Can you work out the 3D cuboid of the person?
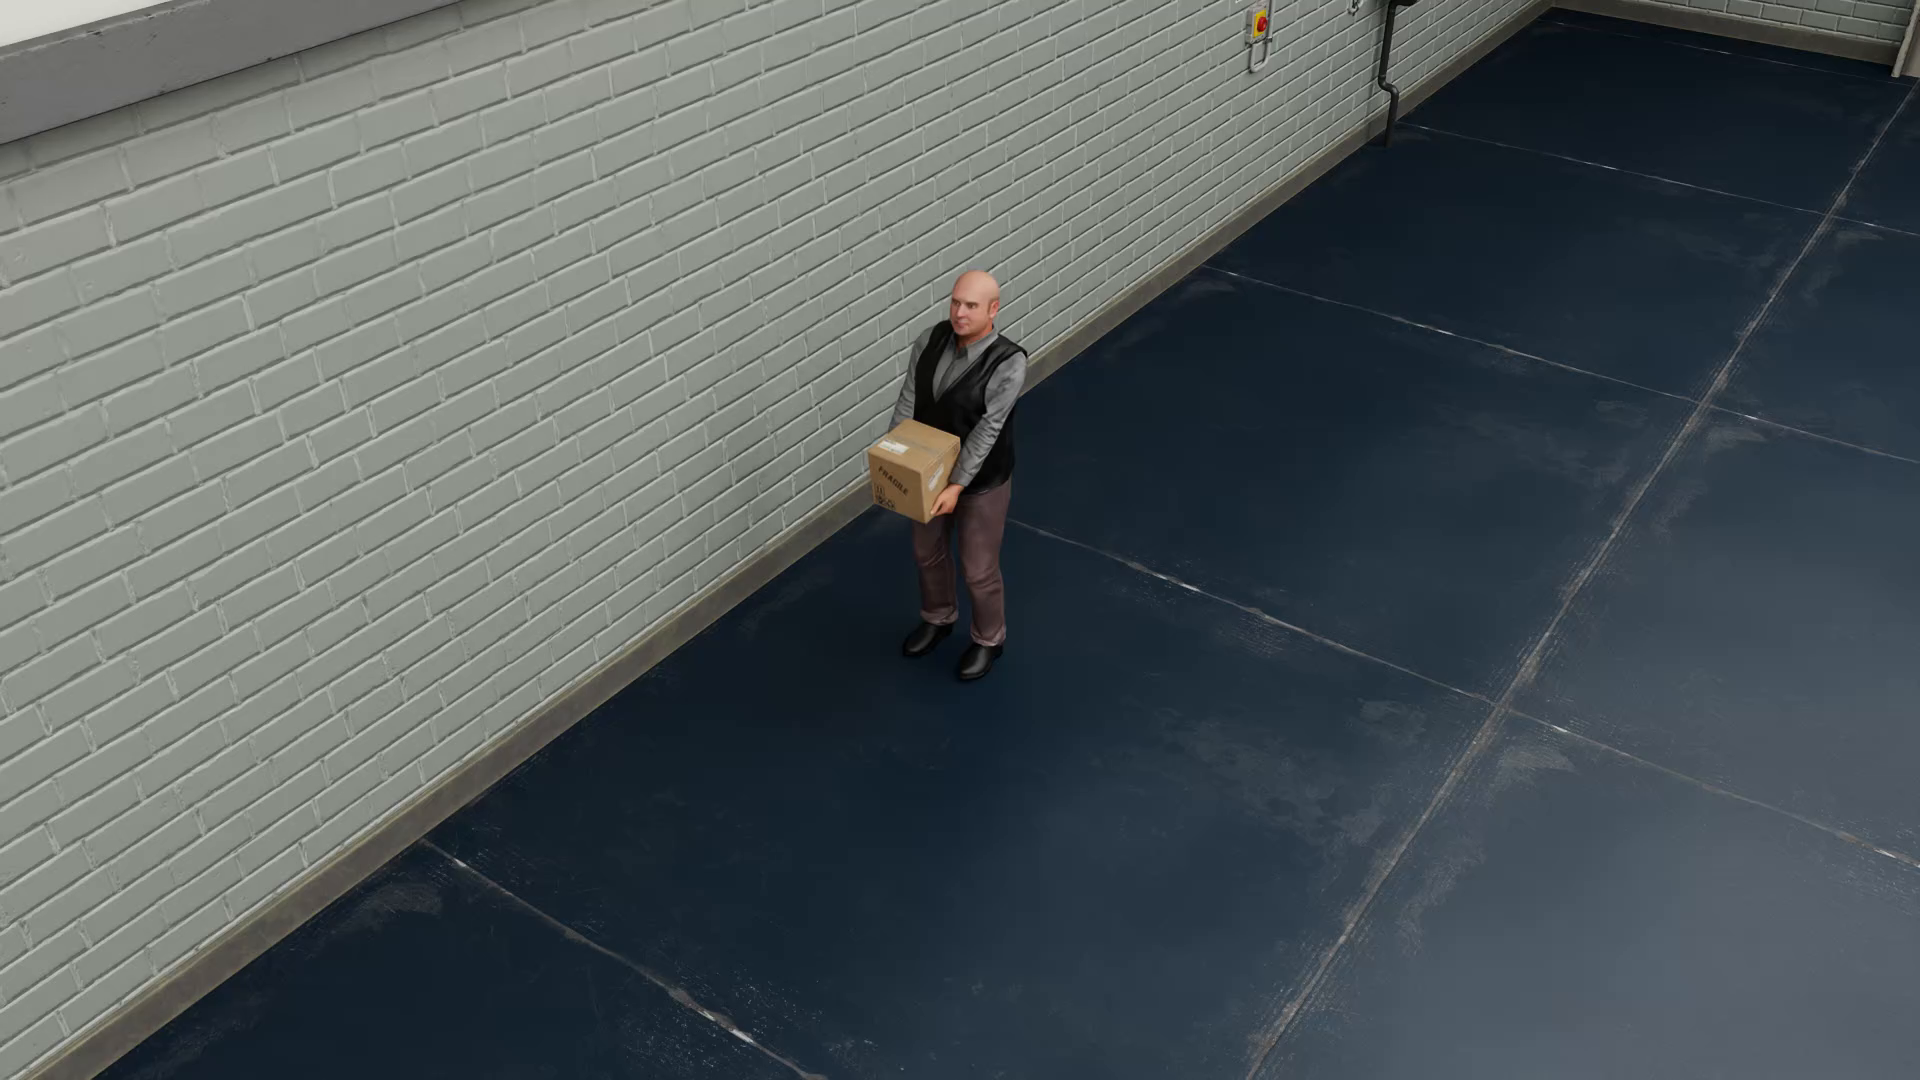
[{"bbox_3d":[-0.039,-0.206,6.475,0.494,1.711,0.550,22,40,29],"label":"person"}]
